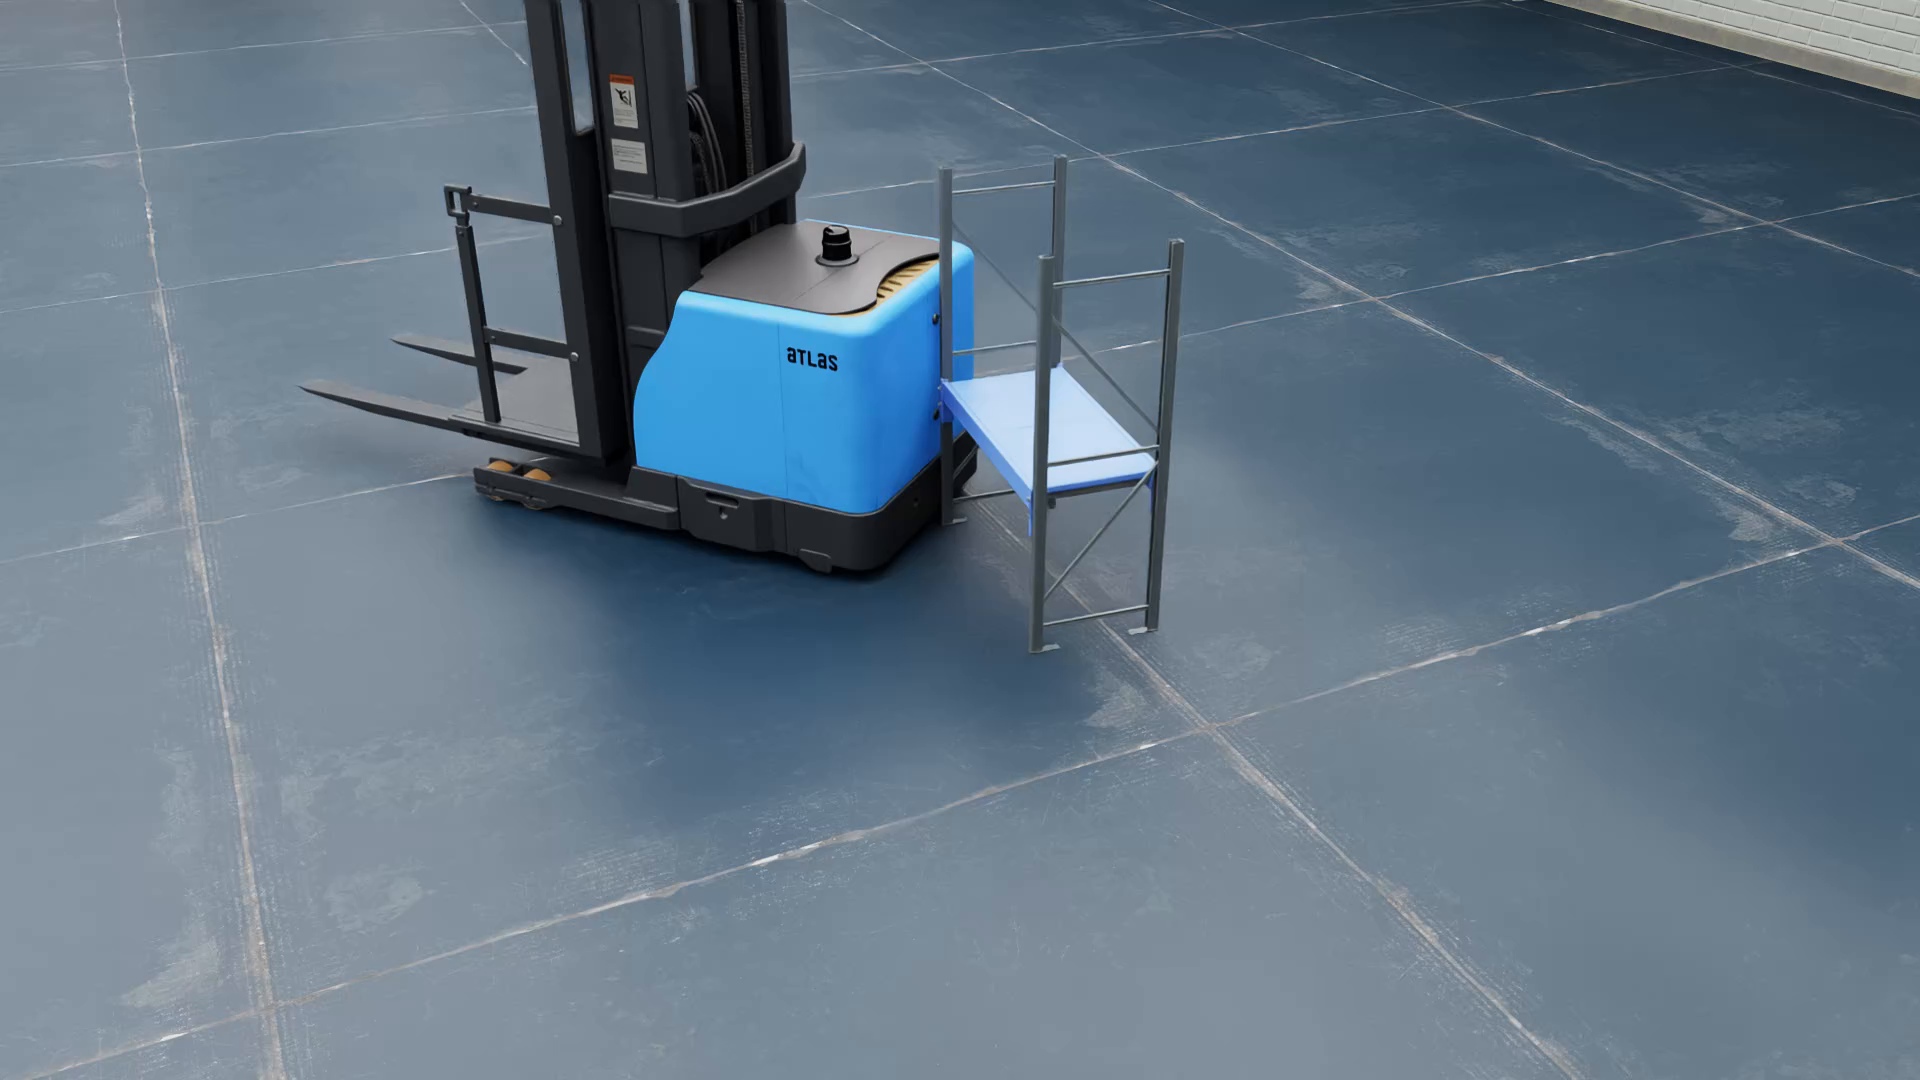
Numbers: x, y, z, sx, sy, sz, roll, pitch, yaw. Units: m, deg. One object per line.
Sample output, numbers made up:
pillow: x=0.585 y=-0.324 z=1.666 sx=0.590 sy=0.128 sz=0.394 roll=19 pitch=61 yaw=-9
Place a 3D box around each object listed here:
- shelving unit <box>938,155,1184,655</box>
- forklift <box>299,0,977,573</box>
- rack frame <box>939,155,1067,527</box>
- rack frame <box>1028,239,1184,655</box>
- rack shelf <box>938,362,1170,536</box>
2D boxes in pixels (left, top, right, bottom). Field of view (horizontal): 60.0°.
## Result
shelving unit: x=0.326 y=-0.520 z=6.144 sx=0.538 sy=1.500 sz=1.048 roll=-9 pitch=31 yaw=-16
forklift: x=-1.488 y=-1.624 z=6.649 sx=3.031 sy=2.935 sz=1.130 roll=13 pitch=32 yaw=21
rack frame: x=0.162 y=-0.756 z=6.564 sx=0.500 sy=1.500 sz=0.032 roll=-9 pitch=31 yaw=-16
rack frame: x=0.490 y=-0.285 z=5.725 sx=0.500 sy=1.500 sz=0.032 roll=-9 pitch=31 yaw=-16
rack shelf: x=0.326 y=-0.363 z=6.232 sx=0.538 sy=0.185 sz=1.000 roll=-9 pitch=31 yaw=-16
